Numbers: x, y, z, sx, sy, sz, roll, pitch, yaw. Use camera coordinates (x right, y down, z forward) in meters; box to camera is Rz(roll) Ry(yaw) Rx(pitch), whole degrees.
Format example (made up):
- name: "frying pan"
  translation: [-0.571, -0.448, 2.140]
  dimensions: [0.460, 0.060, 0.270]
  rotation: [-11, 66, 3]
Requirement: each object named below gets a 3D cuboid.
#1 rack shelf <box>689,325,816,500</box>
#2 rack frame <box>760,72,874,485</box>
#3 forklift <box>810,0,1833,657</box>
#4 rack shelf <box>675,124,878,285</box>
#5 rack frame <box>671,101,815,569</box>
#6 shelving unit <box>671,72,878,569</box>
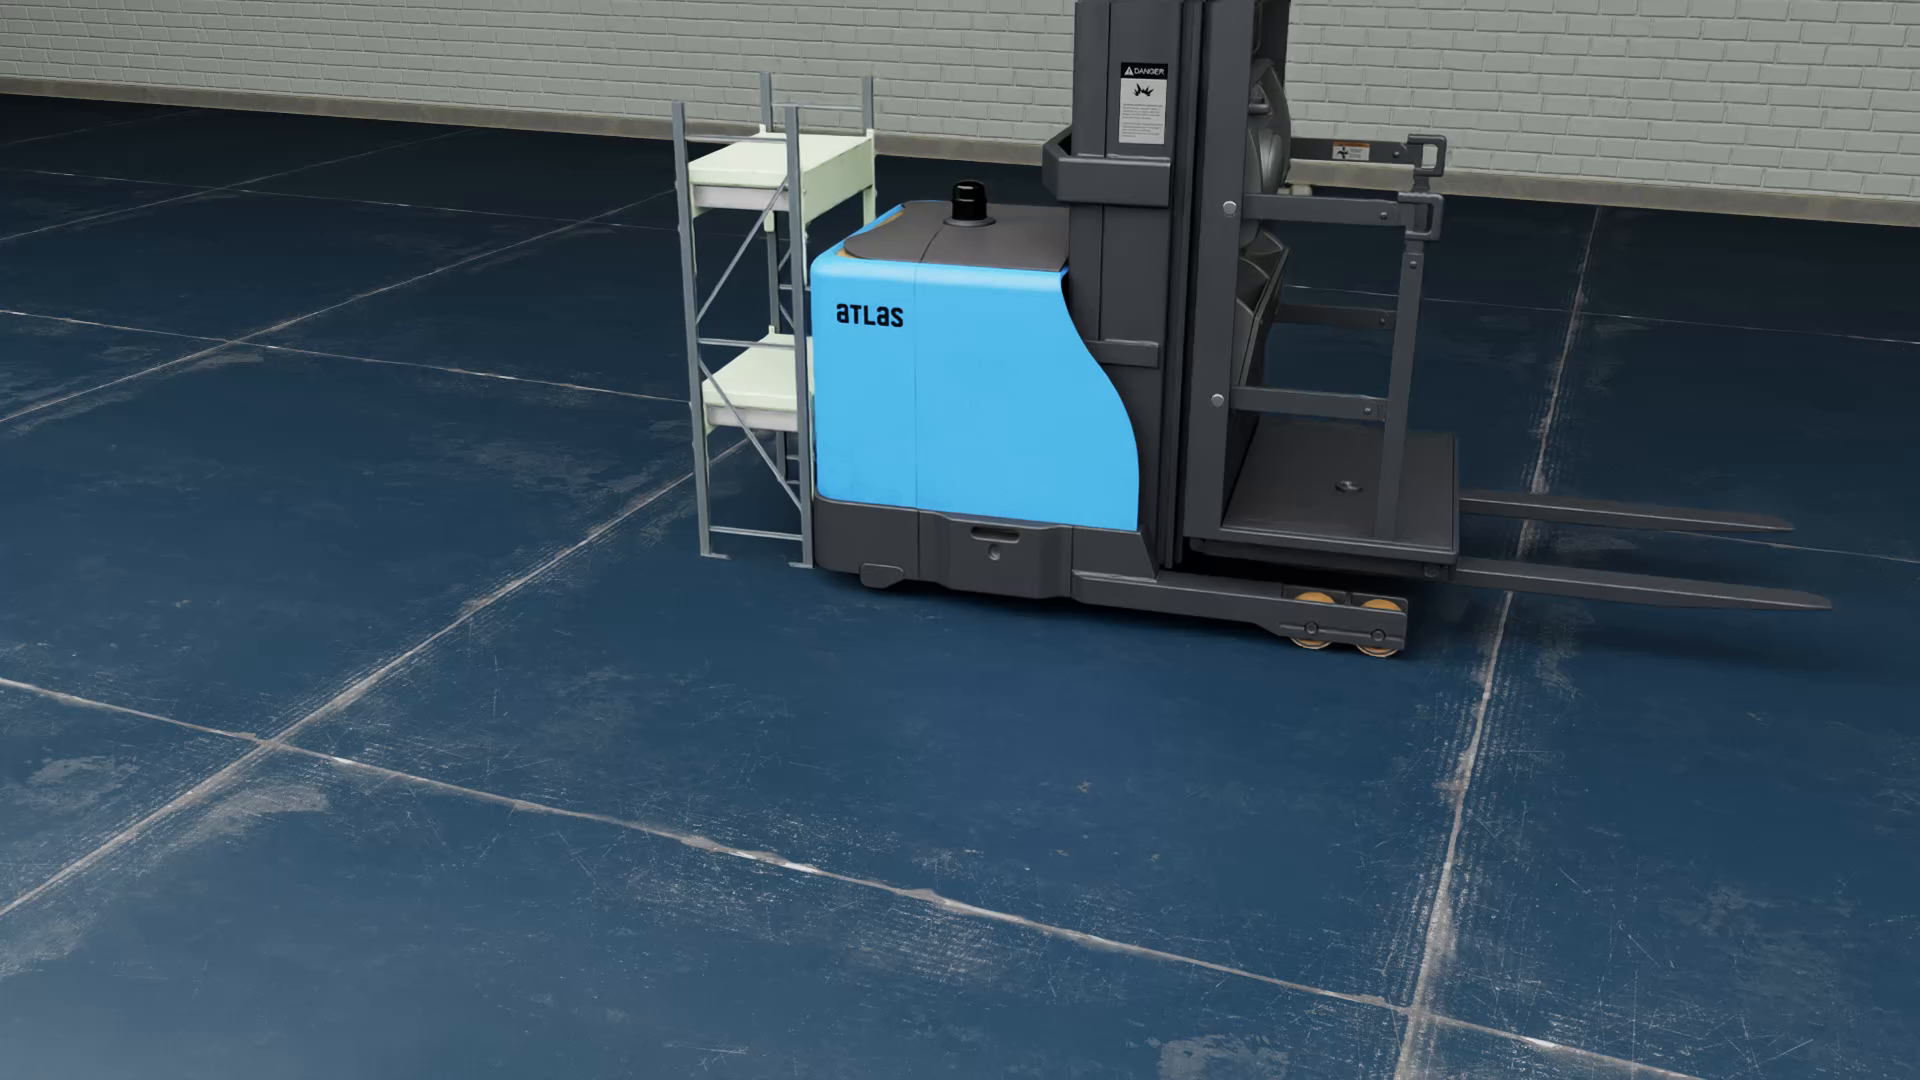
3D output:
- name: "rack shelf"
  translation: [-0.584, -0.455, 5.739]
  dimensions: [0.431, 0.370, 0.720]
  rotation: [6, 23, 14]
- name: "rack frame"
  translation: [-0.490, -0.892, 5.939]
  dimensions: [0.400, 1.500, 0.023]
  rotation: [6, 23, 14]
- name: "forklift"
  translation: [1.105, -1.234, 4.901]
  dimensions: [3.031, 2.935, 1.130]
  rotation: [6, 23, 14]
- name: "rack shelf"
  translation: [-0.584, -1.116, 5.463]
  dimensions: [0.431, 0.370, 0.720]
  rotation: [6, 23, 14]
- name: "rack frame"
  translation: [-0.679, -0.619, 5.287]
  dimensions: [0.400, 1.500, 0.023]
  rotation: [6, 23, 14]
- name: "shelving unit"
  translation: [-0.584, -0.756, 5.613]
  dimensions: [0.431, 1.500, 0.755]
  rotation: [6, 23, 14]
